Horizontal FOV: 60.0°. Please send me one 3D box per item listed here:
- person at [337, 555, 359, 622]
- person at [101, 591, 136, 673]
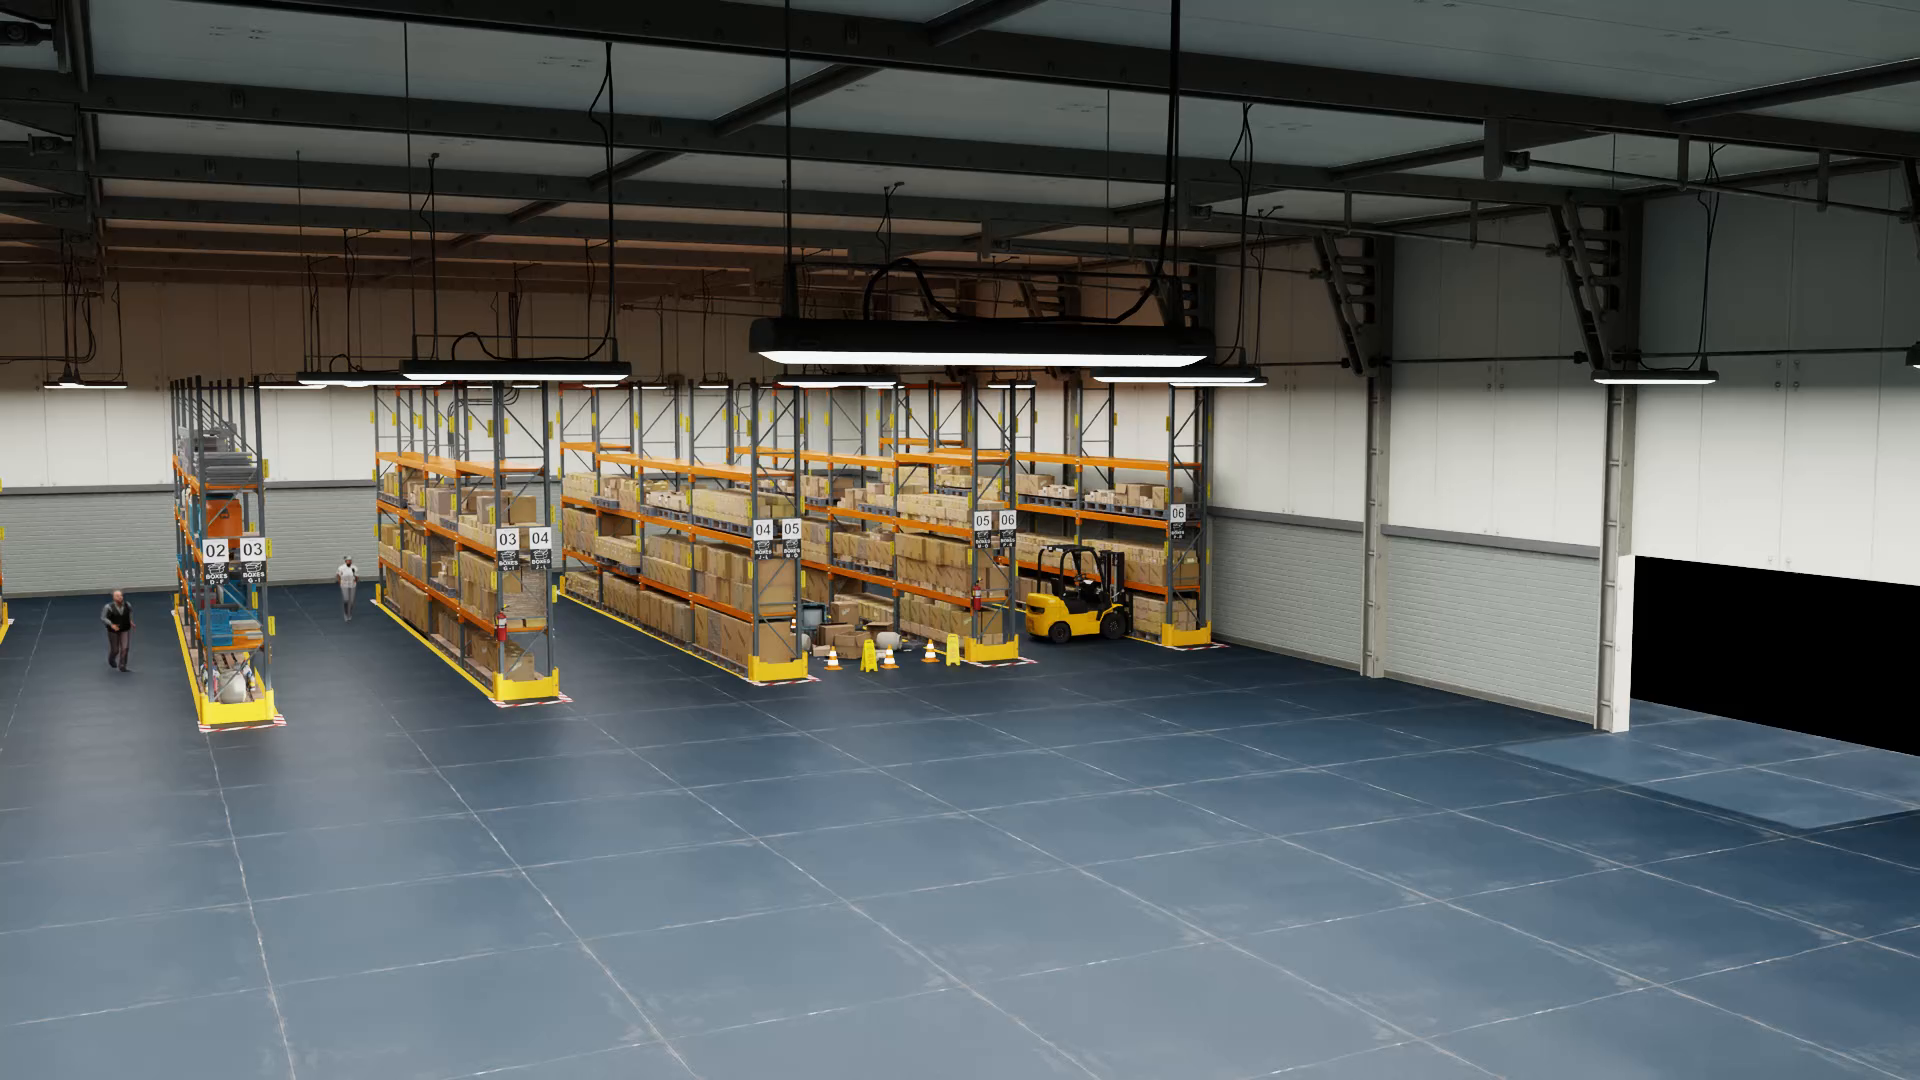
[{"bbox_3d":[-15.282,1.207,41.567,0.497,1.706,0.788,-3,6,-30],"label":"person"},{"bbox_3d":[-17.272,1.865,34.083,0.649,1.678,0.813,-4,7,-41],"label":"person"}]
